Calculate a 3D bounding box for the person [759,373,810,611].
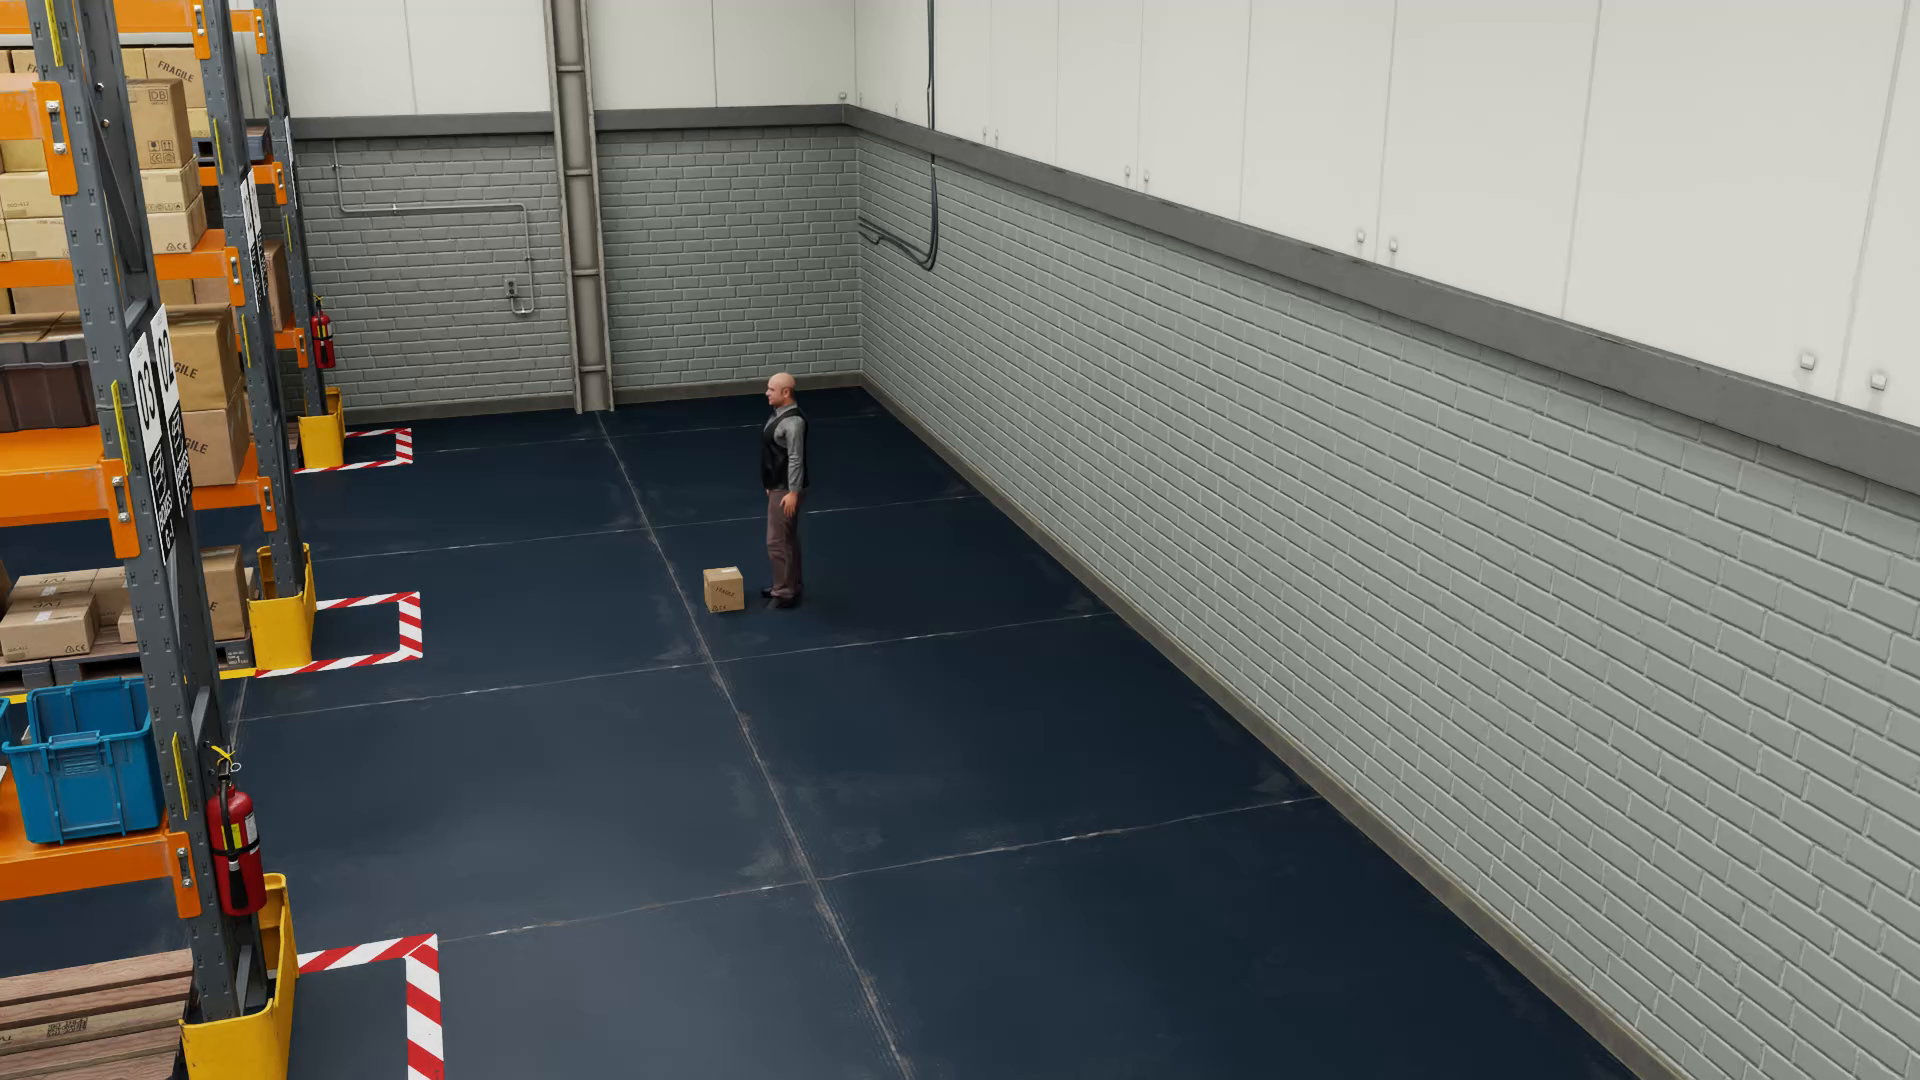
[{"bbox_3d":[-1.329,-0.357,12.204,0.440,1.780,0.589,-4,19,-10],"label":"person"}]
